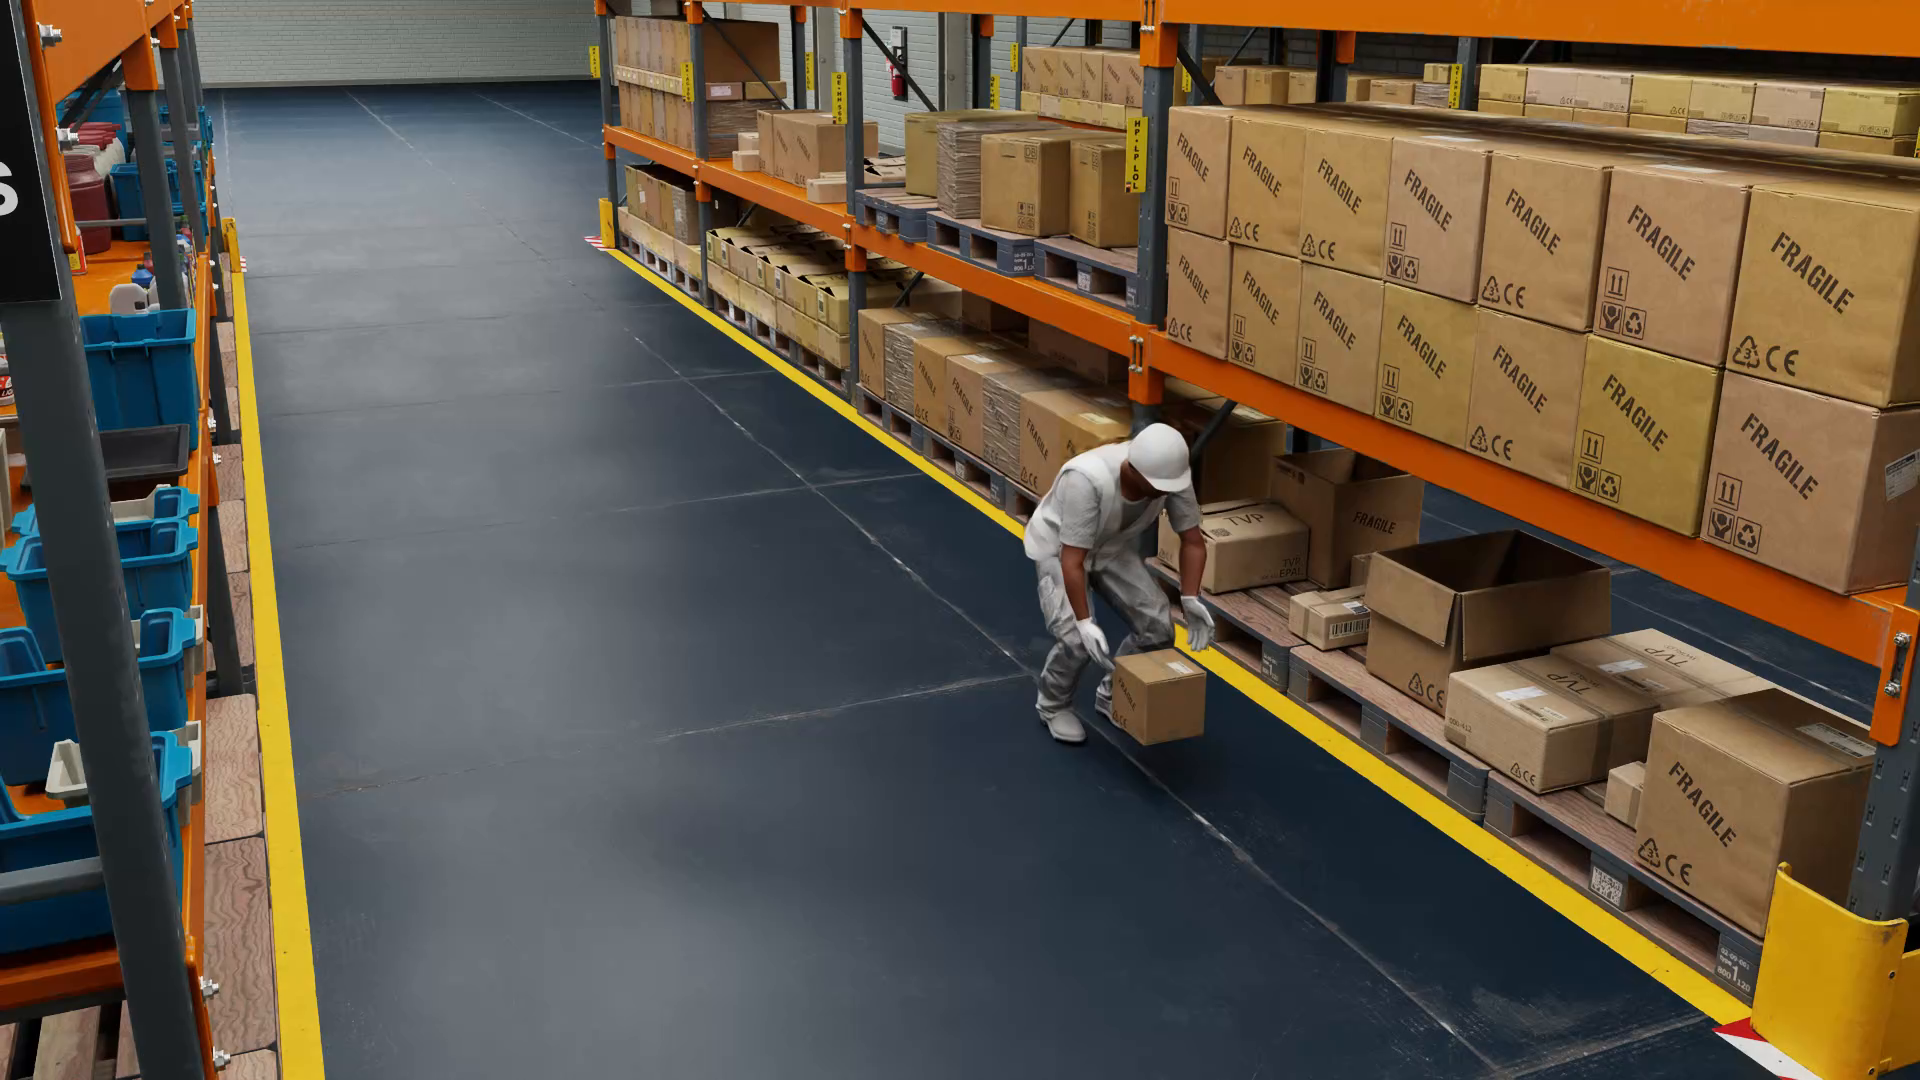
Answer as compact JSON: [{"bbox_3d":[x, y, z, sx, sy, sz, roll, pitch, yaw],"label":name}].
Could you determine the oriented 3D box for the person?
[{"bbox_3d":[0.598,0.128,6.376,0.611,1.322,0.813,-8,20,-22],"label":"person"}]
